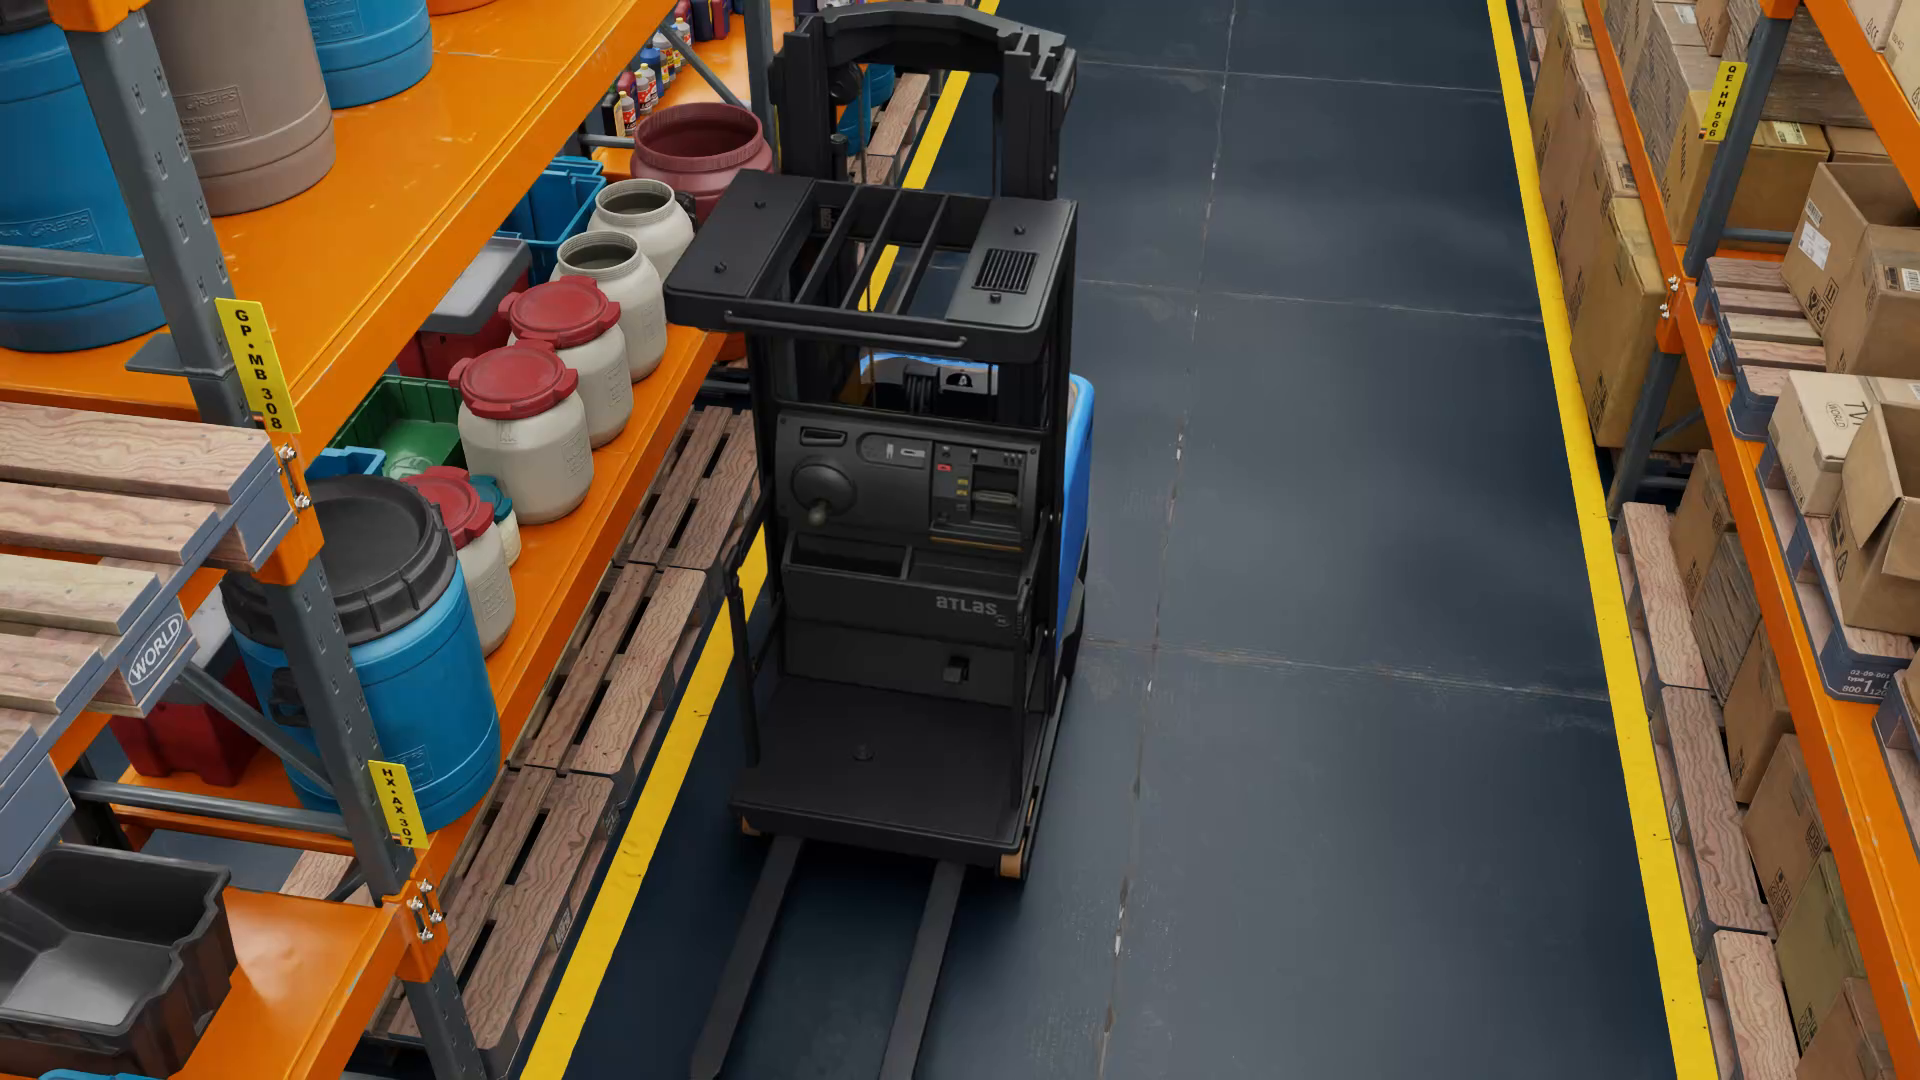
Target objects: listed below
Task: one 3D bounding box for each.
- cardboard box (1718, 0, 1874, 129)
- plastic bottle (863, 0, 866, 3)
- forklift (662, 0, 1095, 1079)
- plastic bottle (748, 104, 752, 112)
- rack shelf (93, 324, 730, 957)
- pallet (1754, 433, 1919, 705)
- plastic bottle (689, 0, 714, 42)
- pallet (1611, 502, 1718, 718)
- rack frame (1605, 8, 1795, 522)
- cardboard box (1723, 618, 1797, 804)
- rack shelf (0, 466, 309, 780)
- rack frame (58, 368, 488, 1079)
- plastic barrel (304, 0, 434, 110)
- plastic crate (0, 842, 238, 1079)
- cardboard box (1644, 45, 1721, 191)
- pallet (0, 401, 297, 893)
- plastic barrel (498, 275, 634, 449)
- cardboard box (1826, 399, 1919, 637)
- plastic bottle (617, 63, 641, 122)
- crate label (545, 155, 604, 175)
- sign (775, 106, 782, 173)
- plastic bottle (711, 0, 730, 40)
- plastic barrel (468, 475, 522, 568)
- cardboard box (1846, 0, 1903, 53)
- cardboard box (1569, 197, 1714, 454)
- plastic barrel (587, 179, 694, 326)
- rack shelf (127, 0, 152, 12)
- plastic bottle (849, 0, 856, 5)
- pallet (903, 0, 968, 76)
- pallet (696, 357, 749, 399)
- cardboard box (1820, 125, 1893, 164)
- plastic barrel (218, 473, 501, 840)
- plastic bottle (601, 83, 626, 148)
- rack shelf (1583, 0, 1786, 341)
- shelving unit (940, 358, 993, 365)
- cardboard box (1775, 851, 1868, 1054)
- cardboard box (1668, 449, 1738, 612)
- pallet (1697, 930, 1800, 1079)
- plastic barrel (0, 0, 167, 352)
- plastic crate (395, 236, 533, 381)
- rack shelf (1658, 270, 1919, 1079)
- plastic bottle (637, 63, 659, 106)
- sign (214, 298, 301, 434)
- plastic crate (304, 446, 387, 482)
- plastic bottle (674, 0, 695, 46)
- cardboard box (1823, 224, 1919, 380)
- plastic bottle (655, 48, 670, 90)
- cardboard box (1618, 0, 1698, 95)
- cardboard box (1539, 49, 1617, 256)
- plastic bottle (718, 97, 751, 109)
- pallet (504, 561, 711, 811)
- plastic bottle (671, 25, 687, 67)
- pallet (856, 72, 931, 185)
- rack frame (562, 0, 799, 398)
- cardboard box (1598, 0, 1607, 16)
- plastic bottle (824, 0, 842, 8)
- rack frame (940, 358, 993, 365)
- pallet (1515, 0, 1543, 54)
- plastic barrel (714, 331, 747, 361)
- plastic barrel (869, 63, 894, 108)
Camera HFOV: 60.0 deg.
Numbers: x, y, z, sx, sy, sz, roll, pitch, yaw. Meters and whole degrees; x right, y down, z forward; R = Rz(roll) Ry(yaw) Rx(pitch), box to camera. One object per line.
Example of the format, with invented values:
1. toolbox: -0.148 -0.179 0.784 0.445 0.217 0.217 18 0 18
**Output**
1. cardboard box: 3.710 -2.114 7.087 0.797 0.503 0.637 8 40 9
2. plastic bottle: -0.575 -3.077 9.273 0.097 0.201 0.097 0 40 0
3. forklift: -0.229 -0.128 5.605 1.130 2.935 3.031 7 40 9
4. plastic bottle: -0.917 -1.966 7.871 0.152 0.276 0.135 6 40 8
5. rack shelf: -1.657 -0.245 6.257 1.077 0.370 4.000 6 40 8
6. pallet: 3.265 0.089 5.439 1.003 0.211 1.213 6 40 8
7. plastic bottle: -1.395 -2.872 8.909 0.144 0.351 0.185 6 40 8
8. pallet: 3.431 0.333 7.181 1.003 0.211 1.213 6 40 8
9. rack frame: 3.568 -1.232 6.886 1.000 3.000 0.127 6 40 8
10. cardboard box: 3.297 0.691 6.177 0.700 0.500 0.500 10 41 11
11. rack shelf: -2.349 1.109 2.265 1.077 0.370 4.000 6 40 8
12. rack frame: -2.003 0.733 4.510 1.000 3.000 0.127 6 40 8
13. plastic barrel: -1.902 -1.781 4.802 0.600 0.901 0.708 6 40 8
14. plastic crate: -2.219 1.071 4.149 0.767 0.338 0.504 6 40 8
15. cardboard box: 3.501 -1.919 7.639 0.500 0.500 0.500 6 40 7
16. pallet: -2.032 0.113 3.053 1.213 0.211 1.003 6 40 8
17. plastic barrel: -1.420 -0.628 6.049 0.433 0.535 0.433 0 40 0
18. cardboard box: 3.084 -0.021 5.011 0.797 0.503 0.637 10 41 12
19. plastic bottle: -1.621 -2.178 8.122 0.061 0.283 0.133 6 40 8
20. crate label: -1.753 -1.490 7.330 0.303 0.233 0.416 6 40 8
21. sign: -0.768 -1.784 7.426 0.100 0.325 0.005 6 40 8
22. plastic bottle: -1.289 -2.851 8.936 0.061 0.283 0.133 6 40 8
23. plastic barrel: -1.623 -0.028 5.538 0.301 0.262 0.301 0 40 0
24. cardboard box: 3.146 -1.741 5.265 0.500 0.250 0.500 7 40 9
25. cardboard box: 3.707 -1.005 7.950 1.225 0.875 0.875 5 40 6
26. plastic barrel: -1.278 -1.152 6.701 0.421 0.512 0.421 0 40 0
27. rack shelf: -1.657 -2.403 4.473 1.077 0.370 4.000 6 40 8
28. plastic bottle: -0.646 -2.965 9.021 0.144 0.351 0.185 6 40 8
29. pallet: -0.529 -3.679 12.034 1.003 0.211 1.213 6 40 8
30. pallet: -1.215 -1.202 9.039 1.003 0.211 1.213 6 40 8
31. cardboard box: 3.920 -1.545 7.186 0.500 0.500 0.500 8 40 9
32. plastic barrel: -1.638 0.330 4.603 0.600 0.901 0.708 6 40 8
33. plastic bottle: -1.661 -2.034 7.947 0.061 0.283 0.133 6 40 8
34. rack shelf: 3.914 -2.209 8.633 1.077 0.370 4.000 6 40 8
35. shelving unit: 0.007 -0.371 7.492 0.258 0.900 0.210 7 40 9
36. cardboard box: 3.104 1.392 5.328 0.700 0.500 0.500 6 40 7
37. cardboard box: 3.471 -0.015 7.031 0.700 0.500 0.500 4 40 5
38. pallet: 3.009 1.865 5.329 1.003 0.211 1.213 6 40 8
39. plastic barrel: -2.129 -0.960 3.809 0.600 0.901 0.708 6 40 8
40. plastic crate: -1.892 -0.822 6.340 0.402 0.464 0.583 6 40 8
41. rack shelf: 3.221 0.301 5.597 1.077 0.370 4.000 6 40 8
42. plastic bottle: -1.566 -2.278 8.308 0.097 0.201 0.097 0 40 0
43. sign: -1.463 -0.359 3.469 0.100 0.325 0.005 6 40 8
44. plastic crate: -2.118 0.012 5.394 0.392 0.384 0.575 6 40 8
45. plastic bottle: -1.463 -2.751 8.815 0.061 0.283 0.133 6 40 8
46. cardboard box: 3.515 -0.727 5.868 0.700 0.500 0.500 12 41 14
47. plastic bottle: -1.532 -2.401 8.455 0.097 0.201 0.097 0 40 0
48. cardboard box: 3.677 -2.565 8.420 0.500 0.500 0.500 7 40 9
49. cardboard box: 4.015 -2.120 9.298 1.225 0.875 0.875 5 40 6
50. plastic bottle: -1.067 -1.983 7.891 0.152 0.276 0.135 6 40 8
51. pallet: -1.696 0.542 6.928 1.003 0.211 1.213 6 40 8
52. plastic bottle: -1.482 -2.584 8.677 0.097 0.201 0.097 0 40 0
53. pallet: -0.793 -2.734 10.891 1.003 0.211 1.213 6 40 8
54. rack frame: -1.311 -1.778 7.546 1.000 3.000 0.127 6 40 8
55. cardboard box: 3.848 -3.204 9.192 0.500 0.500 0.500 6 40 8
56. plastic bottle: -0.671 -2.759 8.833 0.097 0.271 0.097 0 40 0
57. rack frame: 0.028 -0.434 7.569 0.240 0.900 0.006 7 40 9
58. pallet: 4.677 -3.904 12.306 1.003 0.211 1.213 6 40 8
59. plastic barrel: -1.243 -1.412 8.477 0.600 0.830 0.708 6 40 8
60. plastic barrel: -0.729 -3.302 10.707 0.600 0.901 0.708 6 40 8
